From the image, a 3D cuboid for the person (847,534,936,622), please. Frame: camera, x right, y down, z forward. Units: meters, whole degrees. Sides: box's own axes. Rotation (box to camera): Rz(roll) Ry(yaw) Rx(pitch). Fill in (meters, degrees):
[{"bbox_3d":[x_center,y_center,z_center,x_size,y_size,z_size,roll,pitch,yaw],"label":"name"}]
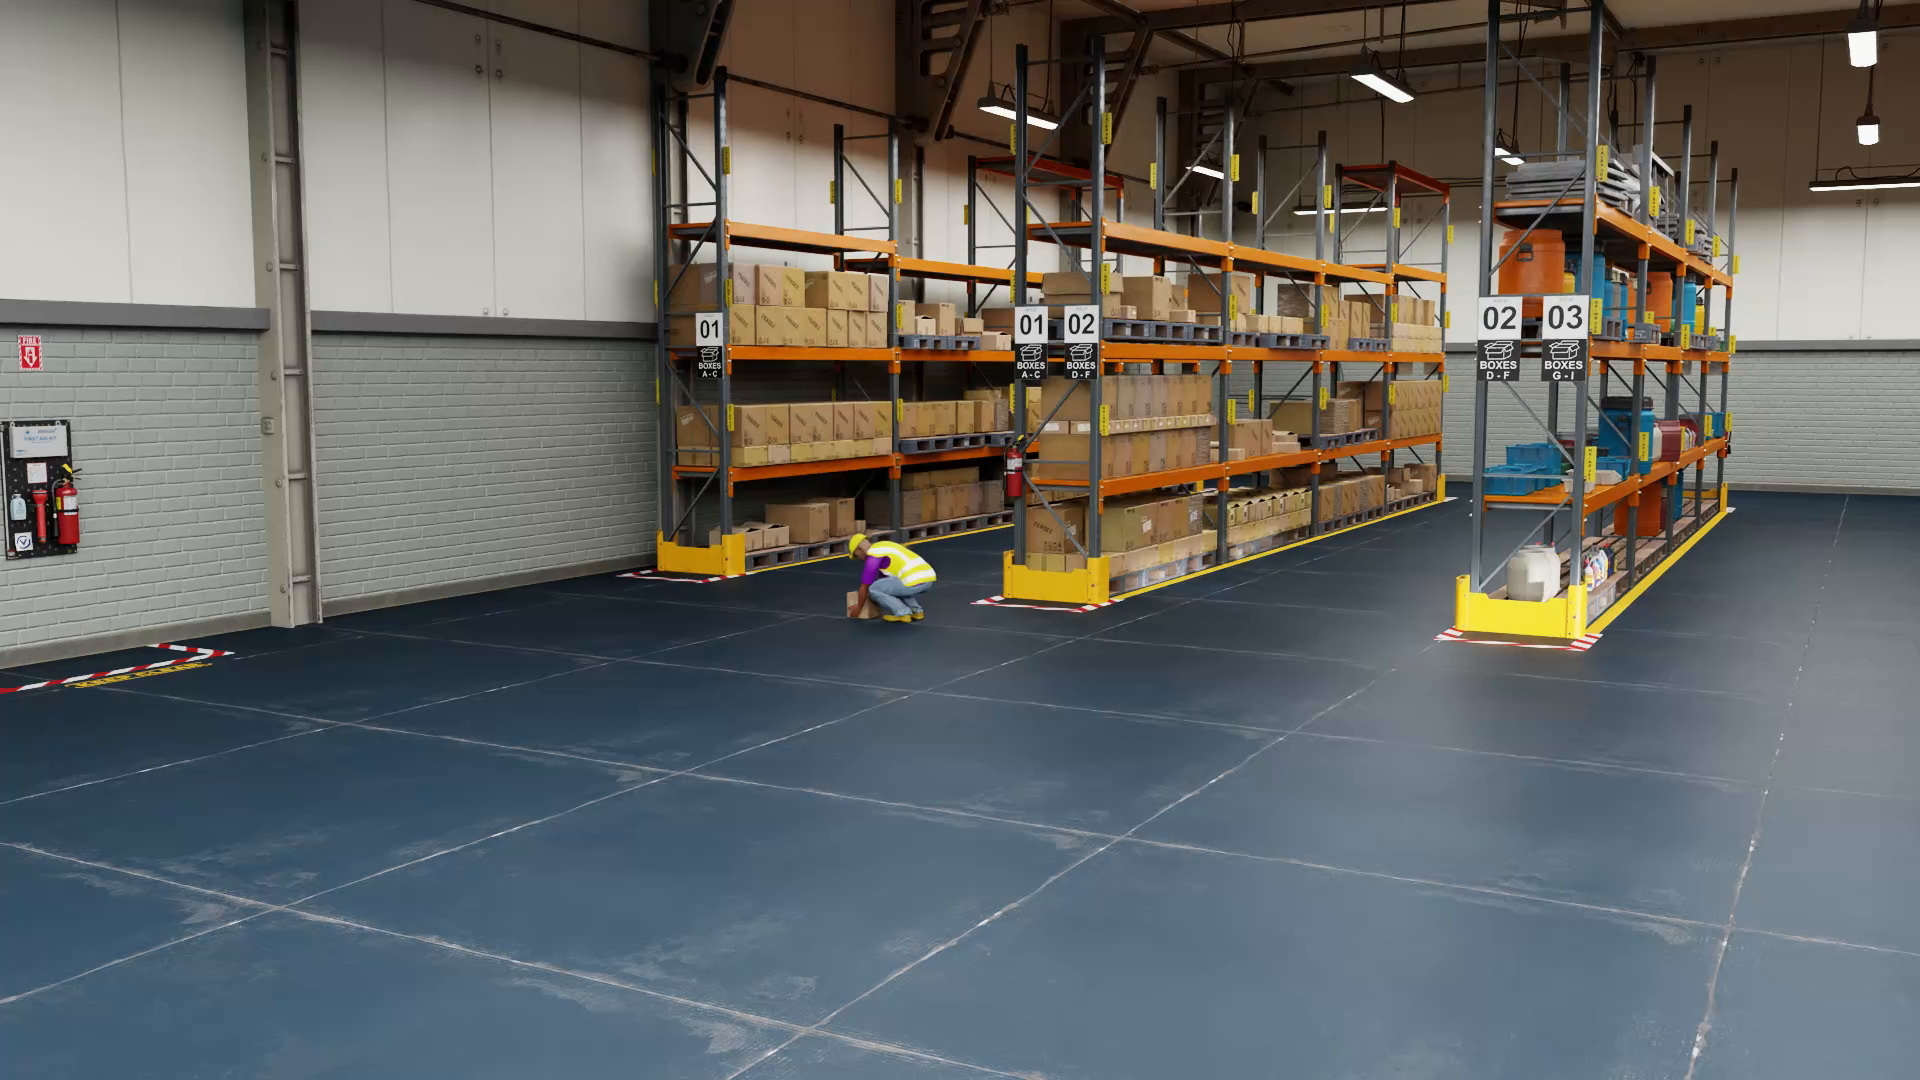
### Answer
[{"bbox_3d":[-0.710,0.395,16.807,0.901,0.892,0.557,3,7,29],"label":"person"}]
